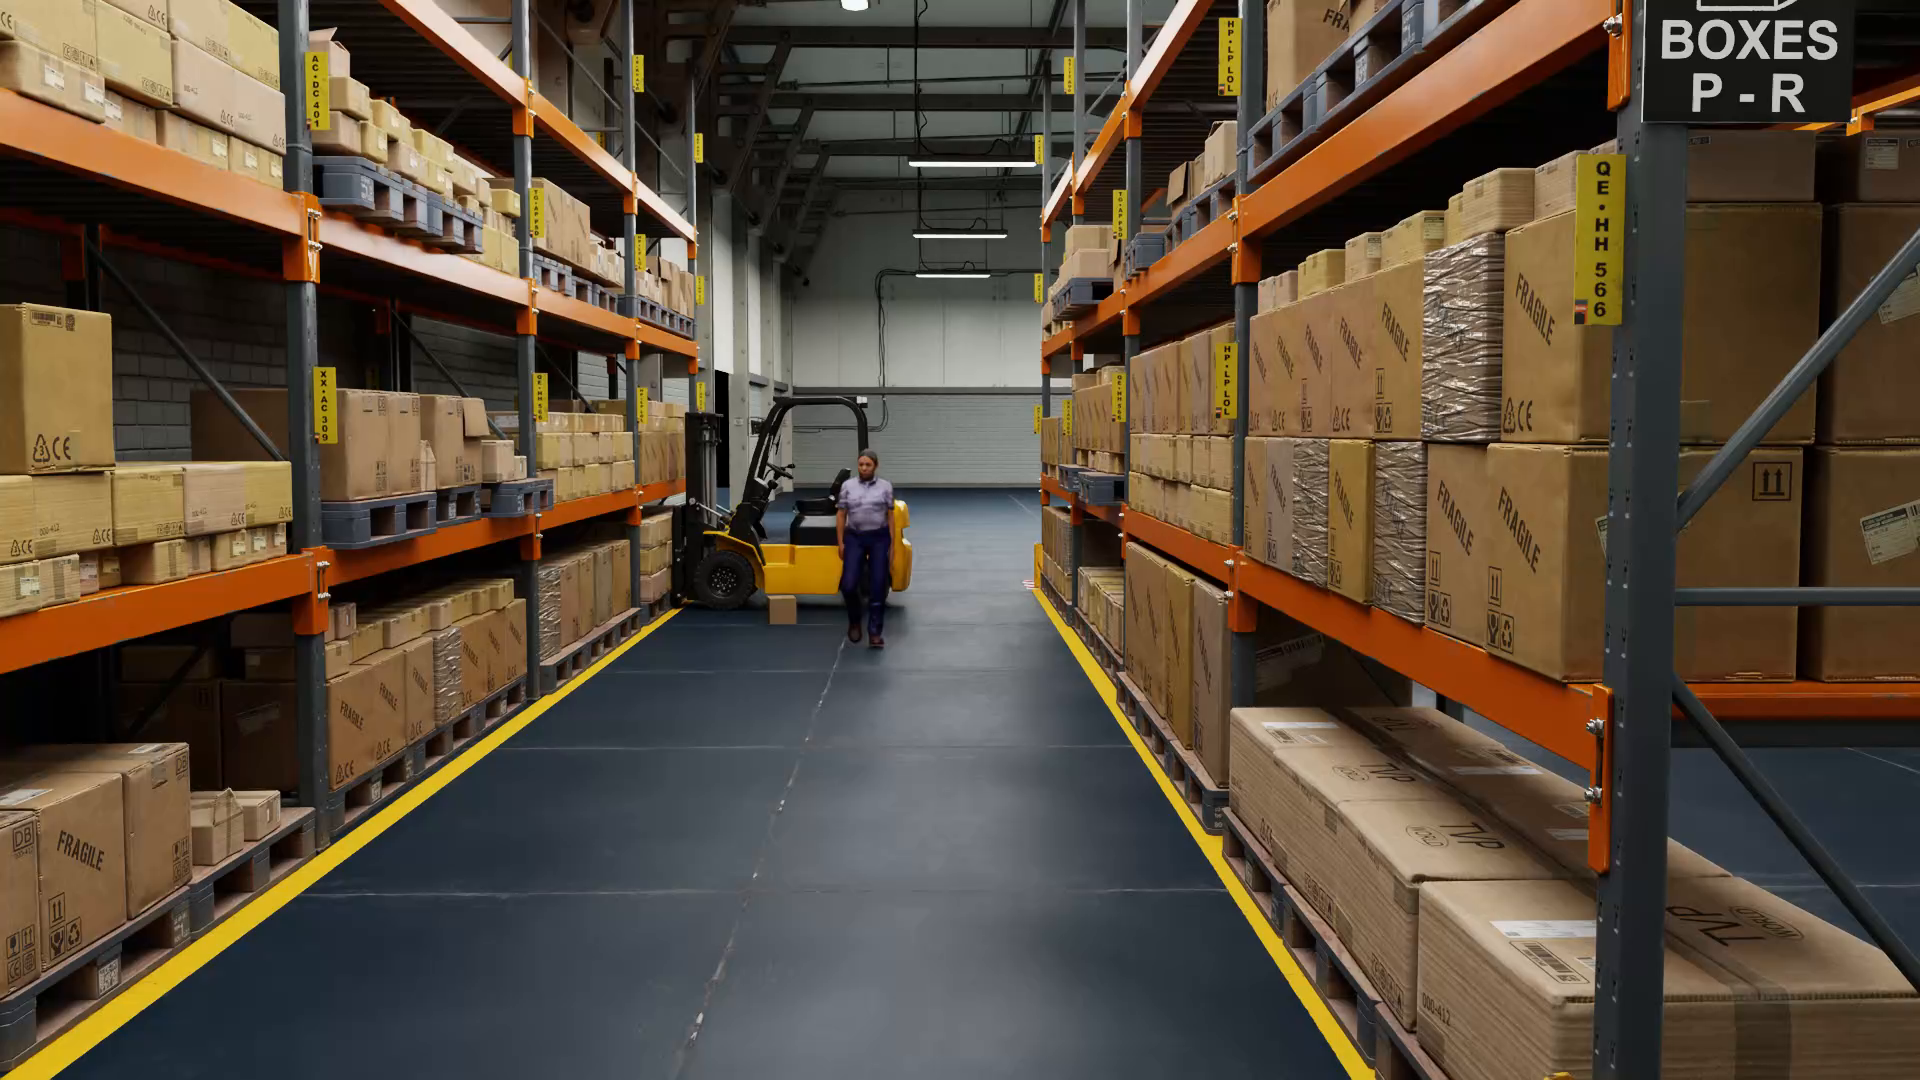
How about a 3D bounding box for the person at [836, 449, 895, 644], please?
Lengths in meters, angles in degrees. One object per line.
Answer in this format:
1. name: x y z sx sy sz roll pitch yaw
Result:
1. person: -0.789 0.057 13.953 0.491 1.649 0.465 0 4 -5
